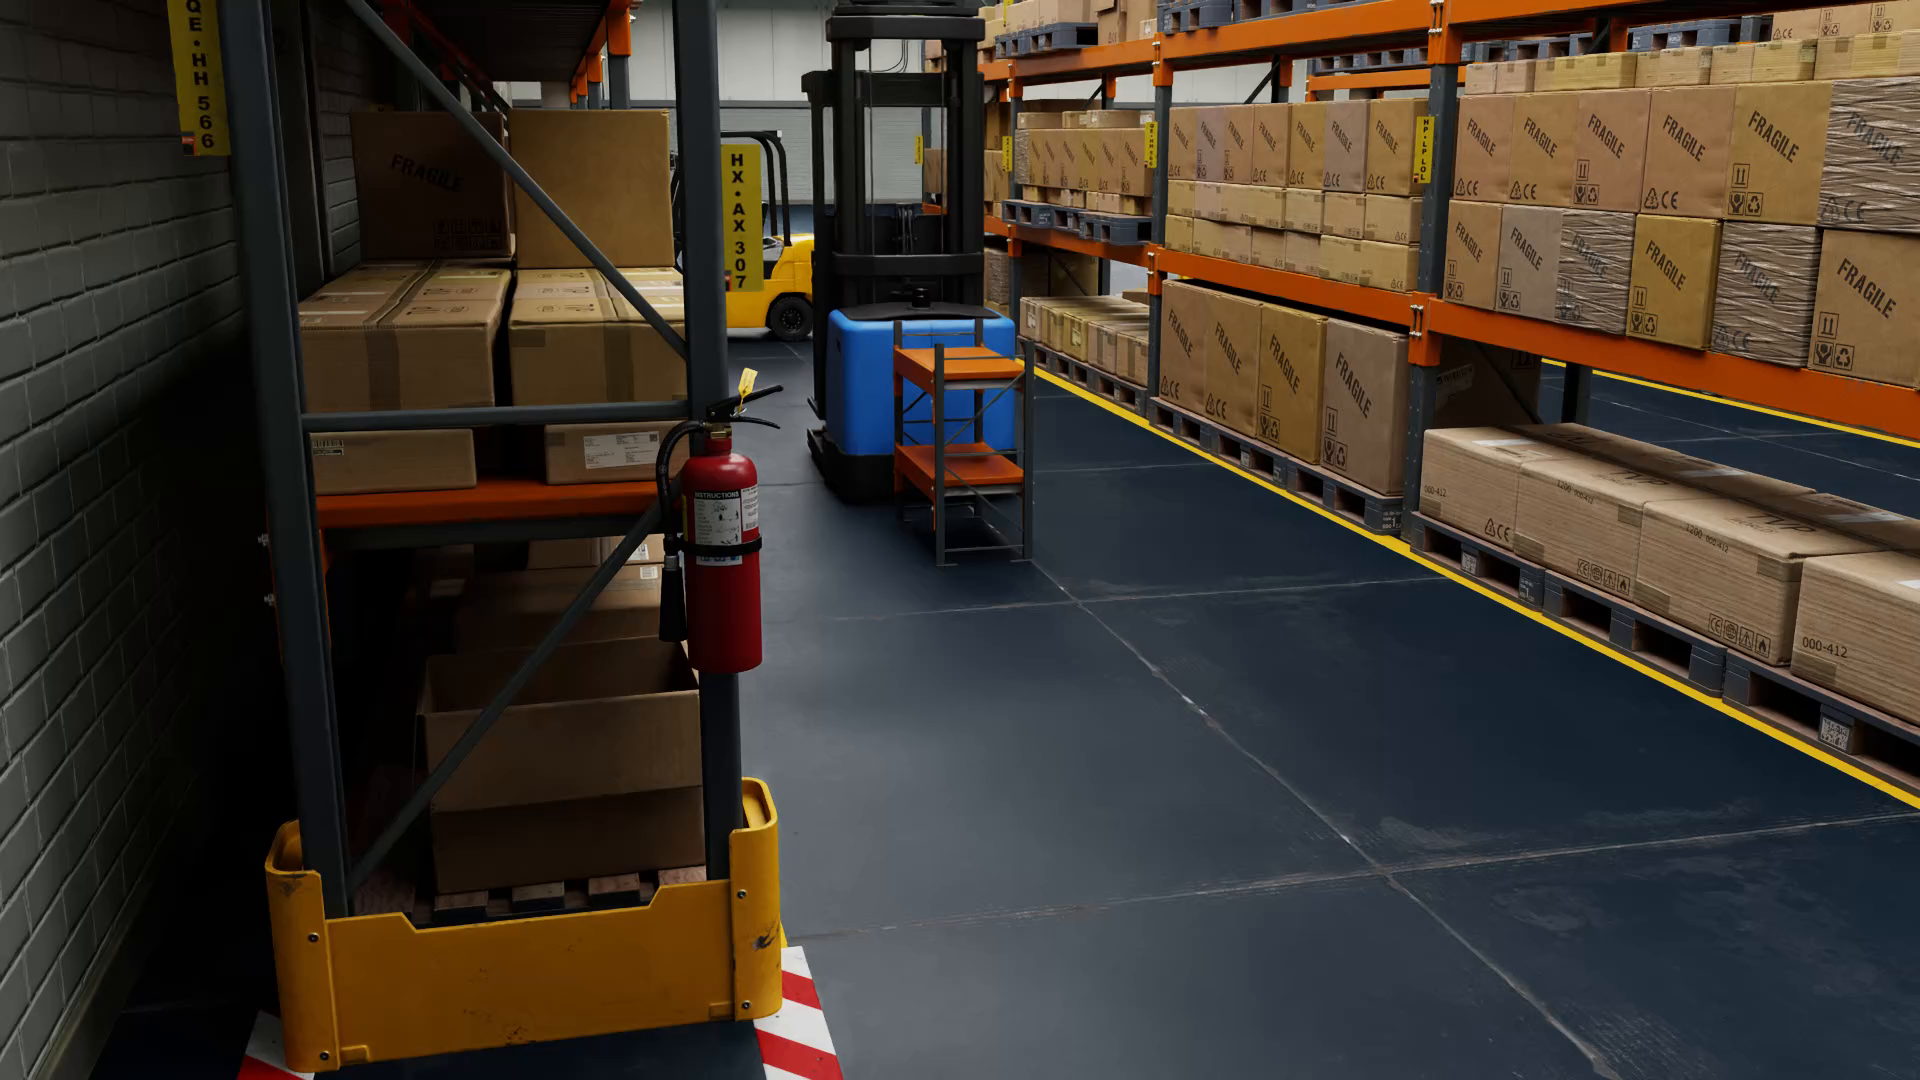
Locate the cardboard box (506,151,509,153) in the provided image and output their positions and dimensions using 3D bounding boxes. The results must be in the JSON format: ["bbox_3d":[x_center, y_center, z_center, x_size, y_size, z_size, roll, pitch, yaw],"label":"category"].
[{"bbox_3d":[-2.932,-2.241,10.685,0.500,0.500,0.500,-3,14,-11],"label":"cardboard box"}]

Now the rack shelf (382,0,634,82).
[{"bbox_3d":[-2.431,-2.762,9.110,1.077,0.370,4.000,-3,14,-13],"label":"rack shelf"}]

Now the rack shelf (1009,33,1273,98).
[{"bbox_3d":[1.453,-3.963,14.023,1.077,0.370,4.000,-3,14,-13],"label":"rack shelf"}]

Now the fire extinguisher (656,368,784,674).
[{"bbox_3d":[-0.538,-0.044,3.735,0.296,0.674,0.183,-3,14,-13],"label":"fire extinguisher"}]

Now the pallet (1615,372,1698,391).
[{"bbox_3d":[6.599,-1.524,14.722,1.003,0.211,1.213,-3,14,-13],"label":"pallet"}]

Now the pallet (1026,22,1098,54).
[{"bbox_3d":[1.272,-4.295,14.262,1.213,0.211,1.003,-3,14,-13],"label":"pallet"}]

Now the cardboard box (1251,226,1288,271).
[{"bbox_3d":[2.168,-1.841,10.460,0.500,0.250,0.500,-3,14,-13],"label":"cardboard box"}]

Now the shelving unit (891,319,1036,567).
[{"bbox_3d":[0.002,-0.545,8.787,0.538,1.125,1.048,-3,14,-13],"label":"shelving unit"}]

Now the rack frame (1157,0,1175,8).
[{"bbox_3d":[1.923,-5.308,11.693,1.000,3.000,0.127,-3,14,-13],"label":"rack frame"}]

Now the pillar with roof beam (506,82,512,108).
[{"bbox_3d":[-8.353,-13.826,46.558,9.100,9.000,0.400,-3,14,-13],"label":"pillar with roof beam"}]

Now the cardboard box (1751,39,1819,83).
[{"bbox_3d":[3.170,-1.761,6.129,0.380,0.149,0.250,-3,14,-12],"label":"cardboard box"}]

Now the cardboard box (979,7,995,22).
[{"bbox_3d":[0.399,-5.273,16.720,0.380,0.149,0.250,-3,14,-12],"label":"cardboard box"}]

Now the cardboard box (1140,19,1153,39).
[{"bbox_3d":[1.579,-3.847,12.561,0.380,0.149,0.250,-3,14,-13],"label":"cardboard box"}]

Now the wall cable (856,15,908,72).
[{"bbox_3d":[-2.713,-16.517,50.406,2.305,6.003,0.169,-3,14,-13],"label":"wall cable"}]

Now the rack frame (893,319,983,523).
[{"bbox_3d":[-0.118,-0.662,9.267,0.500,1.125,0.032,-3,14,-13],"label":"rack frame"}]

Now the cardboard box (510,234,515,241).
[{"bbox_3d":[-2.108,-1.136,6.945,0.500,0.250,0.500,-3,14,-14],"label":"cardboard box"}]

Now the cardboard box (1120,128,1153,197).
[{"bbox_3d":[1.546,-2.880,12.673,0.500,0.500,0.500,-4,14,-15],"label":"cardboard box"}]

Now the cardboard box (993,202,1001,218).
[{"bbox_3d":[0.547,-3.309,16.679,0.380,0.149,0.250,-3,14,-12],"label":"cardboard box"}]

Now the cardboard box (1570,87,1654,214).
[{"bbox_3d":[2.961,-1.646,7.027,0.500,0.500,0.500,-3,14,-12],"label":"cardboard box"}]

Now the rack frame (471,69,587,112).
[{"bbox_3d":[-3.840,-3.039,15.046,1.000,3.000,0.127,-3,14,-13],"label":"rack frame"}]

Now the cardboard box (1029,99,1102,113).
[{"bbox_3d":[1.091,-4.109,16.481,0.700,0.500,0.500,-3,14,-14],"label":"cardboard box"}]

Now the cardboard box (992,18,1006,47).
[{"bbox_3d":[0.618,-4.933,16.165,0.500,0.250,0.500,-3,14,-14],"label":"cardboard box"}]

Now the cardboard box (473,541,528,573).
[{"bbox_3d":[-1.480,0.154,6.357,0.700,0.500,0.500,-4,14,-15],"label":"cardboard box"}]

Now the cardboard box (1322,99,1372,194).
[{"bbox_3d":[2.385,-2.213,9.349,0.500,0.500,0.500,-3,14,-12],"label":"cardboard box"}]

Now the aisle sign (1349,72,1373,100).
[{"bbox_3d":[5.107,-5.834,21.010,0.394,0.787,0.004,-3,14,-13],"label":"aisle sign"}]

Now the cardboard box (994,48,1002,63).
[{"bbox_3d":[0.556,-4.828,16.578,0.380,0.149,0.250,-3,14,-13],"label":"cardboard box"}]

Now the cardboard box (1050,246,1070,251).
[{"bbox_3d":[1.136,-3.048,17.043,0.380,0.149,0.250,-3,14,-12],"label":"cardboard box"}]

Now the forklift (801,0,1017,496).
[{"bbox_3d":[-0.434,-1.982,10.862,1.130,2.935,3.031,-3,14,-10],"label":"forklift"}]

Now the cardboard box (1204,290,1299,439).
[{"bbox_3d":[2.210,-1.196,11.093,0.875,0.875,0.875,-3,14,-13],"label":"cardboard box"}]

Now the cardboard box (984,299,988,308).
[{"bbox_3d":[0.449,-2.428,17.456,0.500,0.250,0.500,-4,14,-15],"label":"cardboard box"}]

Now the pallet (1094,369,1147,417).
[{"bbox_3d":[1.741,-1.219,13.474,1.003,0.211,1.213,-3,14,-13],"label":"pallet"}]

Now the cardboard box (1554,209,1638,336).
[{"bbox_3d":[2.943,-1.165,7.166,0.500,0.500,0.500,-3,14,-13],"label":"cardboard box"}]

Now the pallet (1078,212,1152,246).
[{"bbox_3d":[1.652,-2.459,13.076,1.213,0.211,1.003,-3,14,-13],"label":"pallet"}]

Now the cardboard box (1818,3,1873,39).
[{"bbox_3d":[6.711,-3.937,12.191,0.500,0.500,0.500,-3,14,-13],"label":"cardboard box"}]

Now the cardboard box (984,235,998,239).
[{"bbox_3d":[0.486,-3.302,19.449,0.500,0.500,0.500,-3,14,-13],"label":"cardboard box"}]

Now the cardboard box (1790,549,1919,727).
[{"bbox_3d":[3.550,0.346,5.705,0.875,0.438,0.875,-4,14,-15],"label":"cardboard box"}]

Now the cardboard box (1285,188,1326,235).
[{"bbox_3d":[2.270,-1.963,9.905,0.500,0.250,0.500,-3,14,-12],"label":"cardboard box"}]

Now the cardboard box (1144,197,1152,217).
[{"bbox_3d":[1.617,-2.538,12.640,0.380,0.149,0.250,-3,14,-11],"label":"cardboard box"}]

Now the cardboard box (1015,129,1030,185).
[{"bbox_3d":[0.815,-3.589,15.577,0.500,0.500,0.500,-3,14,-12],"label":"cardboard box"}]

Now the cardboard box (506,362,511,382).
[{"bbox_3d":[-1.742,-0.626,5.697,0.380,0.149,0.250,-3,14,-11],"label":"cardboard box"}]

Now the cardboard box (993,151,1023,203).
[{"bbox_3d":[0.637,-3.598,16.497,0.500,0.500,0.500,-4,14,-15],"label":"cardboard box"}]

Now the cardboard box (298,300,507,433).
[{"bbox_3d":[-1.388,-0.434,4.071,0.500,0.250,0.500,-3,14,-12],"label":"cardboard box"}]

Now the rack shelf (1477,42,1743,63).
[{"bbox_3d":[6.241,-4.262,15.247,1.077,0.370,4.000,-3,14,-13],"label":"rack shelf"}]

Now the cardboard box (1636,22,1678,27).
[{"bbox_3d":[6.030,-4.837,14.777,0.500,0.500,0.500,-3,14,-13],"label":"cardboard box"}]

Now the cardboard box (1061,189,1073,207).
[{"bbox_3d":[1.085,-2.951,14.331,0.380,0.149,0.250,-3,14,-11],"label":"cardboard box"}]

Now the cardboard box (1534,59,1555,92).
[{"bbox_3d":[2.861,-2.118,7.593,0.380,0.149,0.250,-3,14,-14],"label":"cardboard box"}]

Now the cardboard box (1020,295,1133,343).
[{"bbox_3d":[1.109,-2.123,15.949,0.950,0.372,0.625,-3,14,-12],"label":"cardboard box"}]

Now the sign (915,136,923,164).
[{"bbox_3d":[-0.483,-4.630,19.732,0.100,0.325,0.005,-3,14,-13],"label":"sign"}]

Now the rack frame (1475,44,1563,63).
[{"bbox_3d":[5.771,-3.616,17.406,1.000,3.000,0.127,-3,14,-13],"label":"rack frame"}]

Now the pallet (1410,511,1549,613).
[{"bbox_3d":[2.965,0.063,8.223,1.003,0.211,1.213,-3,14,-13],"label":"pallet"}]
